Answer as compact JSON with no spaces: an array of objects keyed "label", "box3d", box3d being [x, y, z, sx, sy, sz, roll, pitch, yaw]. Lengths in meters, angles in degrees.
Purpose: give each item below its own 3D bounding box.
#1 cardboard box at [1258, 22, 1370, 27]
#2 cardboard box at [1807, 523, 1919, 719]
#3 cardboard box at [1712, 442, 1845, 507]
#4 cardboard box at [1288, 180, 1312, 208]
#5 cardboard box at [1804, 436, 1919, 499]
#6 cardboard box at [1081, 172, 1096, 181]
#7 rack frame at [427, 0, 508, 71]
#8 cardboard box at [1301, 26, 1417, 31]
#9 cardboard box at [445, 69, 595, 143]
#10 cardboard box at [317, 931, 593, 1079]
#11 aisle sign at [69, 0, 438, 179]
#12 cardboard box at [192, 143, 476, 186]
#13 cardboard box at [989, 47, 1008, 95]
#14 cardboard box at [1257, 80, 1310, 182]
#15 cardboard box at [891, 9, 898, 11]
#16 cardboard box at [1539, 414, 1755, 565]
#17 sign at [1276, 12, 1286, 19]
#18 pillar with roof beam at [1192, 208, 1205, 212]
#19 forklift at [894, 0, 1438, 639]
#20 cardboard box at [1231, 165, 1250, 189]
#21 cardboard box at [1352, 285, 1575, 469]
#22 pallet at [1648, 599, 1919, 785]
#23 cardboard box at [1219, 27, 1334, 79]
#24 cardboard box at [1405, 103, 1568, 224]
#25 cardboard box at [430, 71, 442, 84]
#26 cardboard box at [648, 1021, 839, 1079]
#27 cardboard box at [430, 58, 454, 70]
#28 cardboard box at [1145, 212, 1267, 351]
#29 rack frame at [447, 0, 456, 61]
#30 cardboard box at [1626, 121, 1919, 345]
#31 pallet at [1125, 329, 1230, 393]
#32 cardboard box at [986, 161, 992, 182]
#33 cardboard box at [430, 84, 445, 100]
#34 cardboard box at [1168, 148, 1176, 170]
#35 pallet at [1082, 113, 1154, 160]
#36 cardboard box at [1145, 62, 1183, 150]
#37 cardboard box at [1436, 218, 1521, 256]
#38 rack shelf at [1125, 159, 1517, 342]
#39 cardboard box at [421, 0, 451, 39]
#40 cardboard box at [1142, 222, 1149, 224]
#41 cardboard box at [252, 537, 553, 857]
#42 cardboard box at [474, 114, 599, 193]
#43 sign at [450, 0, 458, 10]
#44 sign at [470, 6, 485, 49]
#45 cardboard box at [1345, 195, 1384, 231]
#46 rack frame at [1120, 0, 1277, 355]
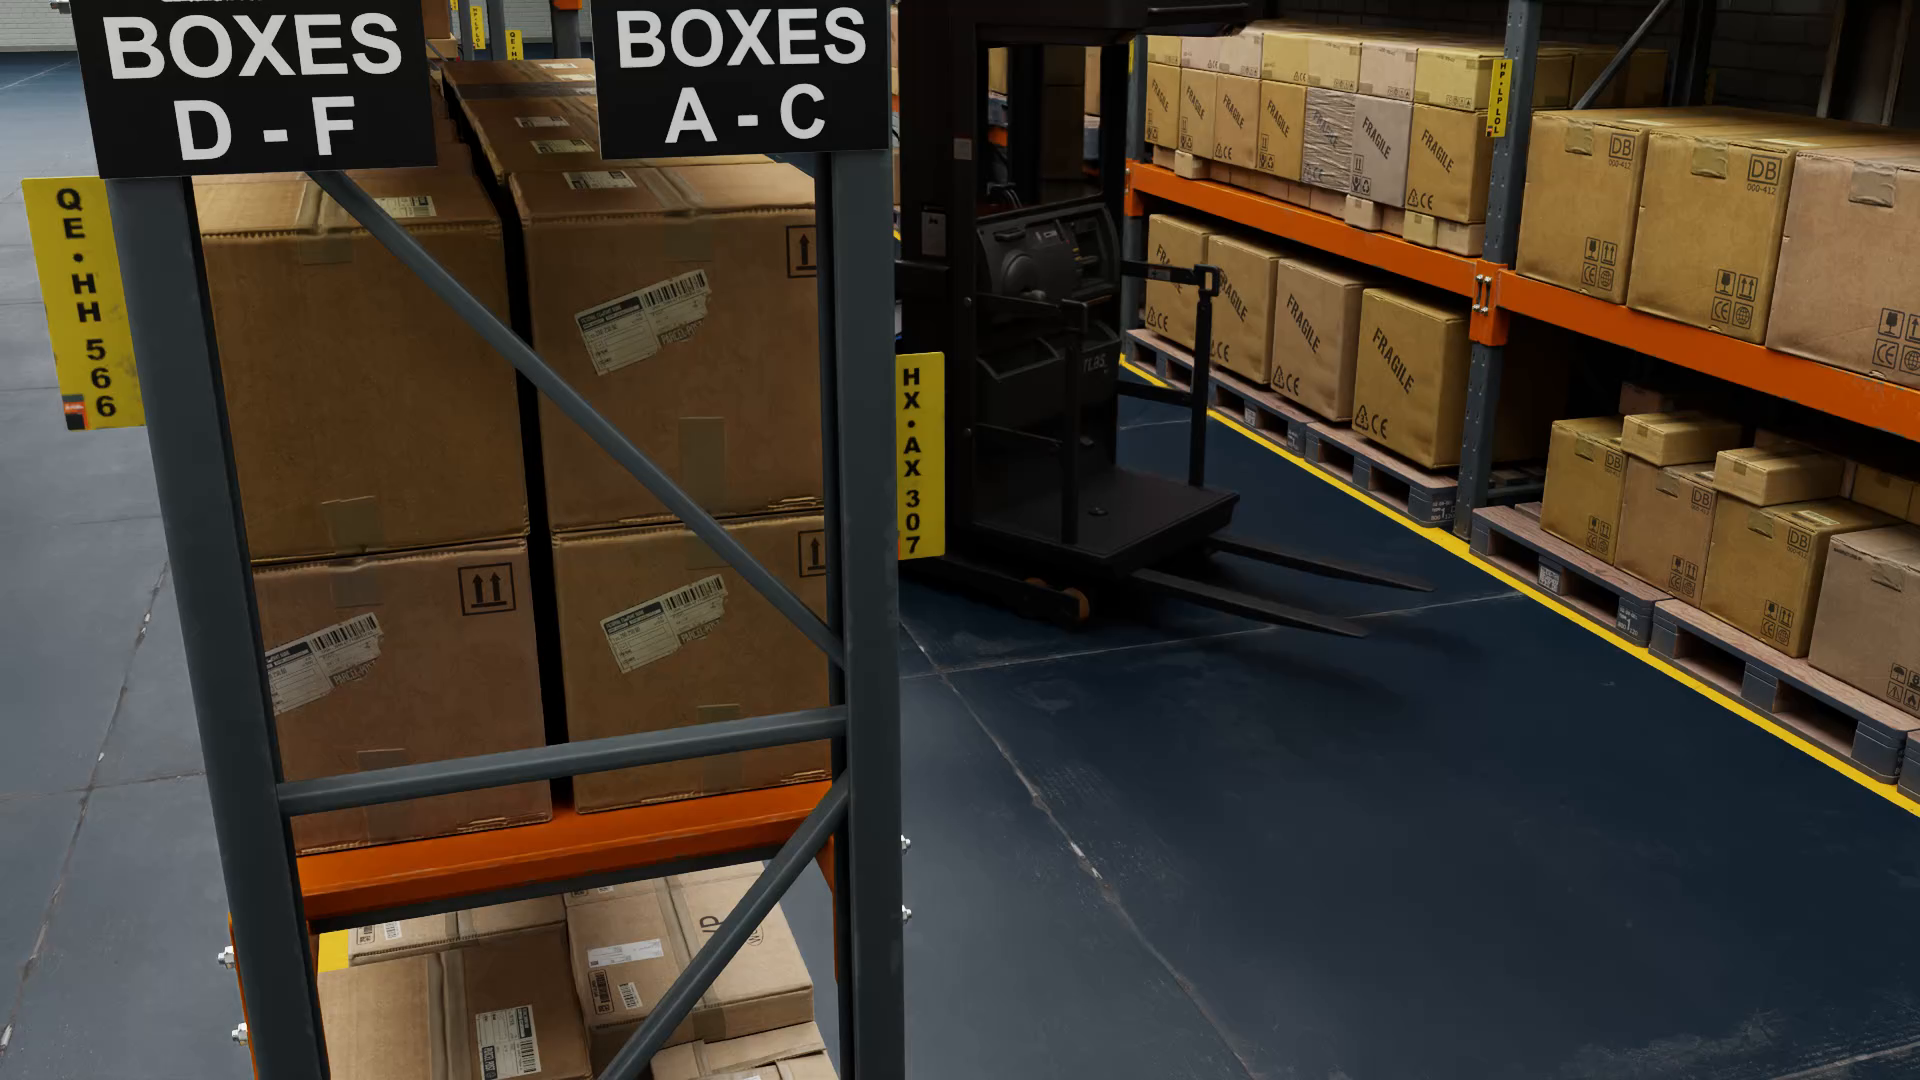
[{"label":"cardboard box","box3d":[2.148,-3.020,10.159,0.500,0.250,0.500,-7,21,-19]},{"label":"cardboard box","box3d":[3.484,0.255,5.845,0.700,0.500,0.500,-7,21,-19]},{"label":"cardboard box","box3d":[3.094,-0.250,6.292,0.380,0.149,0.250,-7,21,-19]},{"label":"cardboard box","box3d":[2.052,-1.939,9.221,0.380,0.149,0.250,-6,21,-15]},{"label":"cardboard box","box3d":[3.468,-0.280,6.375,0.380,0.149,0.250,-6,21,-17]},{"label":"cardboard box","box3d":[1.038,-2.718,12.984,0.500,0.250,0.500,-6,21,-17]},{"label":"rack frame","box3d":[-3.101,-2.227,9.680,1.000,3.000,0.127,-6,21,-17]},{"label":"cardboard box","box3d":[2.306,-2.855,9.700,0.500,0.250,0.500,-7,21,-19]},{"label":"cardboard box","box3d":[-1.276,-1.162,5.088,0.500,0.500,0.500,-7,21,-18]},{"label":"cardboard box","box3d":[-0.991,1.161,3.293,0.500,0.500,0.500,-6,21,-17]},{"label":"aisle sign","box3d":[-0.856,-0.829,1.941,0.394,0.787,0.004,-6,21,-17]},{"label":"cardboard box","box3d":[-1.147,-0.453,3.114,0.500,0.500,0.500,-6,21,-16]},{"label":"cardboard box","box3d":[0.639,-3.945,13.665,0.700,0.500,0.500,-4,20,-12]},{"label":"cardboard box","box3d":[1.992,-2.273,9.191,0.500,0.500,0.500,-6,21,-16]},{"label":"cardboard box","box3d":[-0.574,-4.938,16.310,0.500,0.500,0.500,-6,21,-16]},{"label":"cardboard box","box3d":[2.995,-0.241,7.228,0.700,0.500,0.500,-6,21,-17]},{"label":"sign","box3d":[2.126,-3.360,11.120,0.100,0.325,0.005,-6,21,-17]},{"label":"pillar with roof beam","box3d":[-2.074,-5.630,10.278,9.100,9.000,0.400,-6,21,-17]},{"label":"forklift","box3d":[0.552,-1.214,6.960,3.031,2.935,1.130,15,25,36]},{"label":"cardboard box","box3d":[1.844,-2.190,9.917,0.380,0.149,0.250,-6,21,-16]},{"label":"cardboard box","box3d":[2.530,-0.852,8.409,0.750,0.750,0.750,-6,21,-17]},{"label":"pallet","box3d":[3.409,0.486,6.252,1.003,0.211,1.213,-6,21,-17]},{"label":"cardboard box","box3d":[1.829,-2.799,9.544,0.500,0.250,0.500,-6,21,-17]},{"label":"cardboard box","box3d":[2.473,-1.789,7.842,0.500,0.500,0.500,-7,21,-18]},{"label":"cardboard box","box3d":[-2.796,-2.282,9.063,0.700,0.500,0.500,-15,24,-35]},{"label":"cardboard box","box3d":[-0.471,1.215,3.636,0.380,0.166,0.250,-6,21,-17]},{"label":"cardboard box","box3d":[-4.504,-3.700,13.631,0.700,0.500,0.500,-7,21,-19]},{"label":"cardboard box","box3d":[1.707,-1.691,10.745,0.750,0.750,0.750,-7,21,-18]},{"label":"rack frame","box3d":[-5.616,-4.794,16.827,1.000,3.000,0.127,-6,21,-17]},{"label":"cardboard box","box3d":[3.237,-1.202,6.381,0.980,0.700,0.700,-7,21,-19]},{"label":"pallet","box3d":[1.776,-1.181,10.893,1.003,0.211,1.213,-6,21,-17]},{"label":"cardboard box","box3d":[-0.021,-3.398,15.986,0.500,0.500,0.500,-8,21,-21]},{"label":"cardboard box","box3d":[-1.639,-0.950,4.496,0.500,0.500,0.500,-7,21,-19]},{"label":"cardboard box","box3d":[1.555,-2.434,10.597,0.380,0.149,0.250,-6,21,-16]},{"label":"pallet","box3d":[1.275,-2.882,11.786,1.213,0.211,1.003,-6,21,-17]},{"label":"cardboard box","box3d":[1.510,-2.768,10.568,0.500,0.500,0.500,-6,21,-16]},{"label":"cardboard box","box3d":[2.482,-1.441,7.832,0.380,0.149,0.250,-6,21,-17]},{"label":"rack shelf","box3d":[2.229,-1.774,9.483,1.077,0.370,4.000,-6,21,-17]},{"label":"cardboard box","box3d":[-4.504,-4.310,13.412,0.700,0.500,0.500,-6,21,-17]},{"label":"cardboard box","box3d":[1.273,-2.189,12.619,0.700,0.500,0.500,-6,21,-17]},{"label":"cardboard box","box3d":[-0.986,0.178,2.835,0.500,0.500,0.500,-6,21,-16]},{"label":"cardboard box","box3d":[-0.800,-0.676,3.734,0.500,0.500,0.500,-6,21,-16]},{"label":"sign","box3d":[-5.096,-5.504,16.740,0.100,0.325,0.005,-6,21,-17]},{"label":"sign","box3d":[-3.846,-4.079,13.240,0.100,0.325,0.005,-6,21,-17]},{"label":"cardboard box","box3d":[2.203,-1.686,8.514,0.380,0.149,0.250,-6,21,-17]},{"label":"rack frame","box3d":[1.600,-2.755,11.148,1.000,3.000,0.127,-6,21,-17]}]
